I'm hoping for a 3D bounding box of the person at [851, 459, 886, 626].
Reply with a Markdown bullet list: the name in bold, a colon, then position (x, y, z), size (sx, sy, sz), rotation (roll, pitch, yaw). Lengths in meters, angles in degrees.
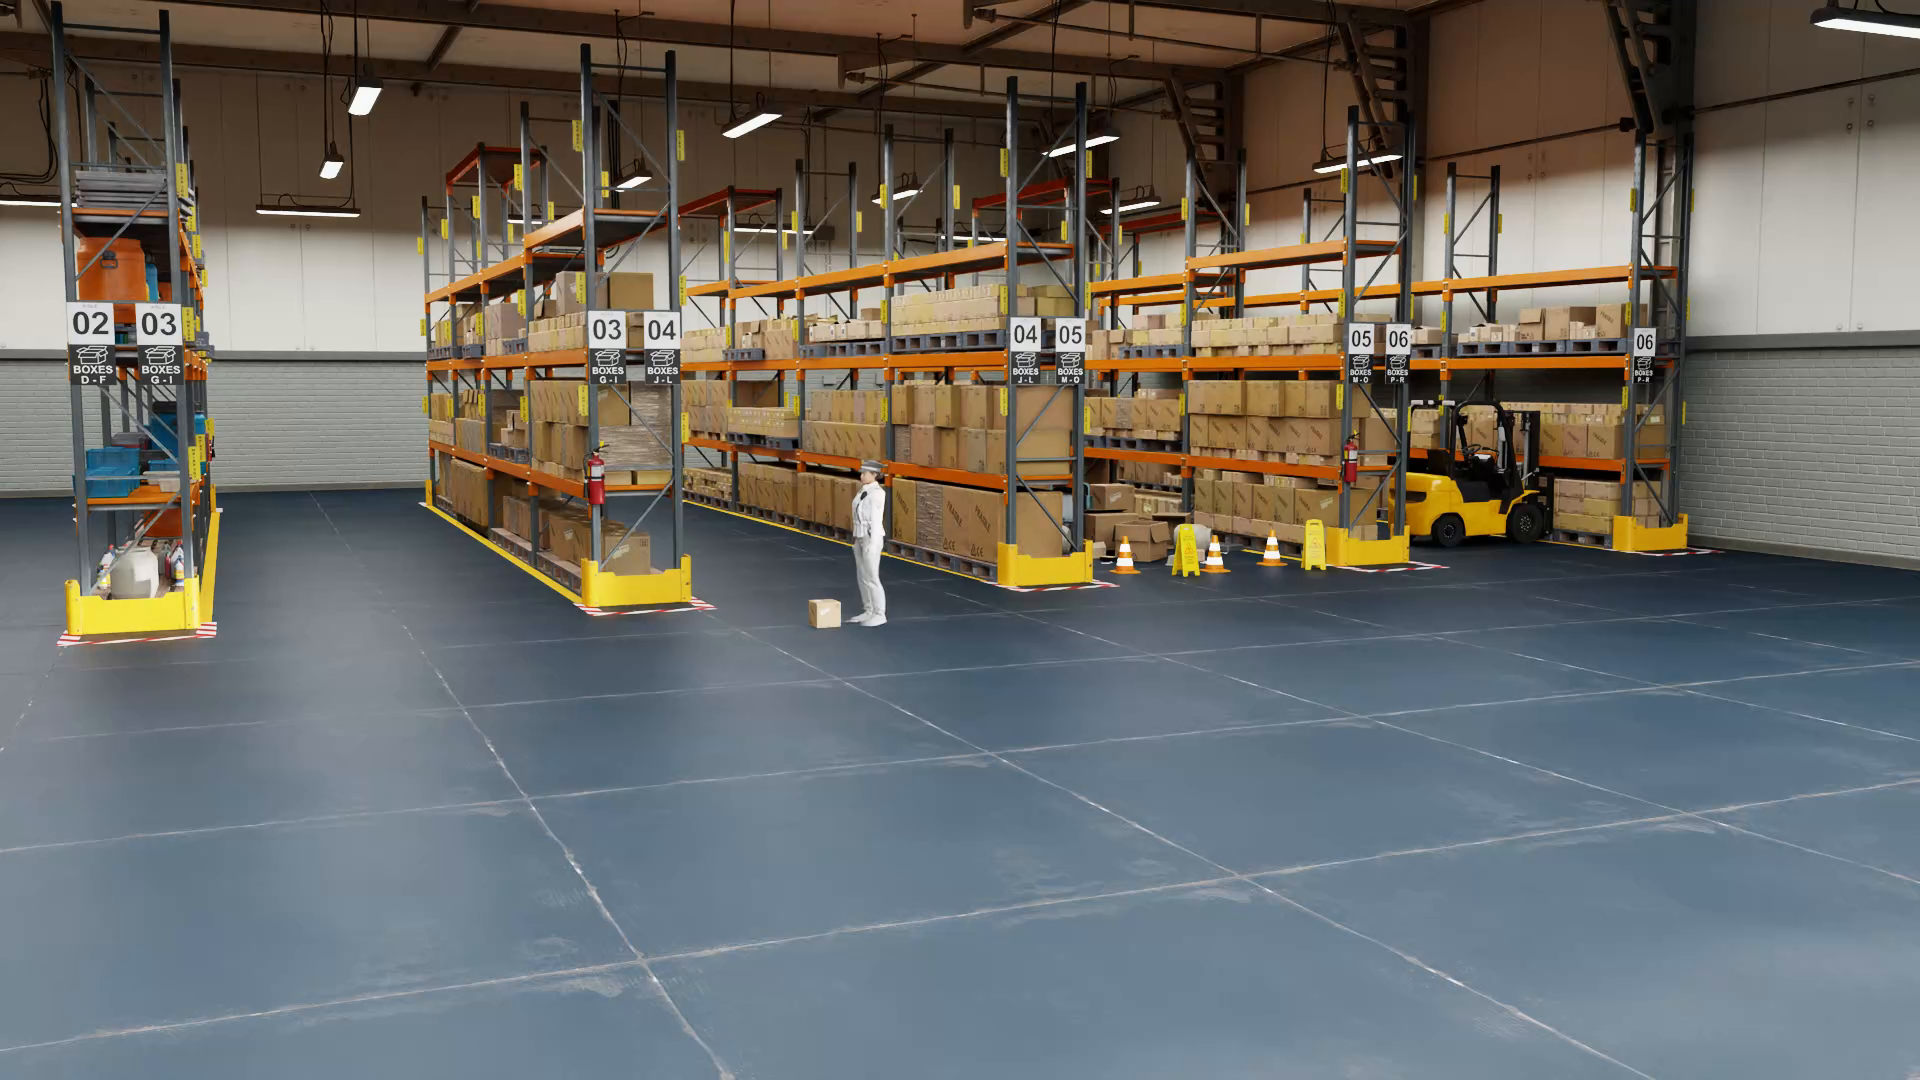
- **person**: position (-0.926, 0.019, 16.794), size (0.339, 1.687, 0.467), rotation (-2, 6, -22)
